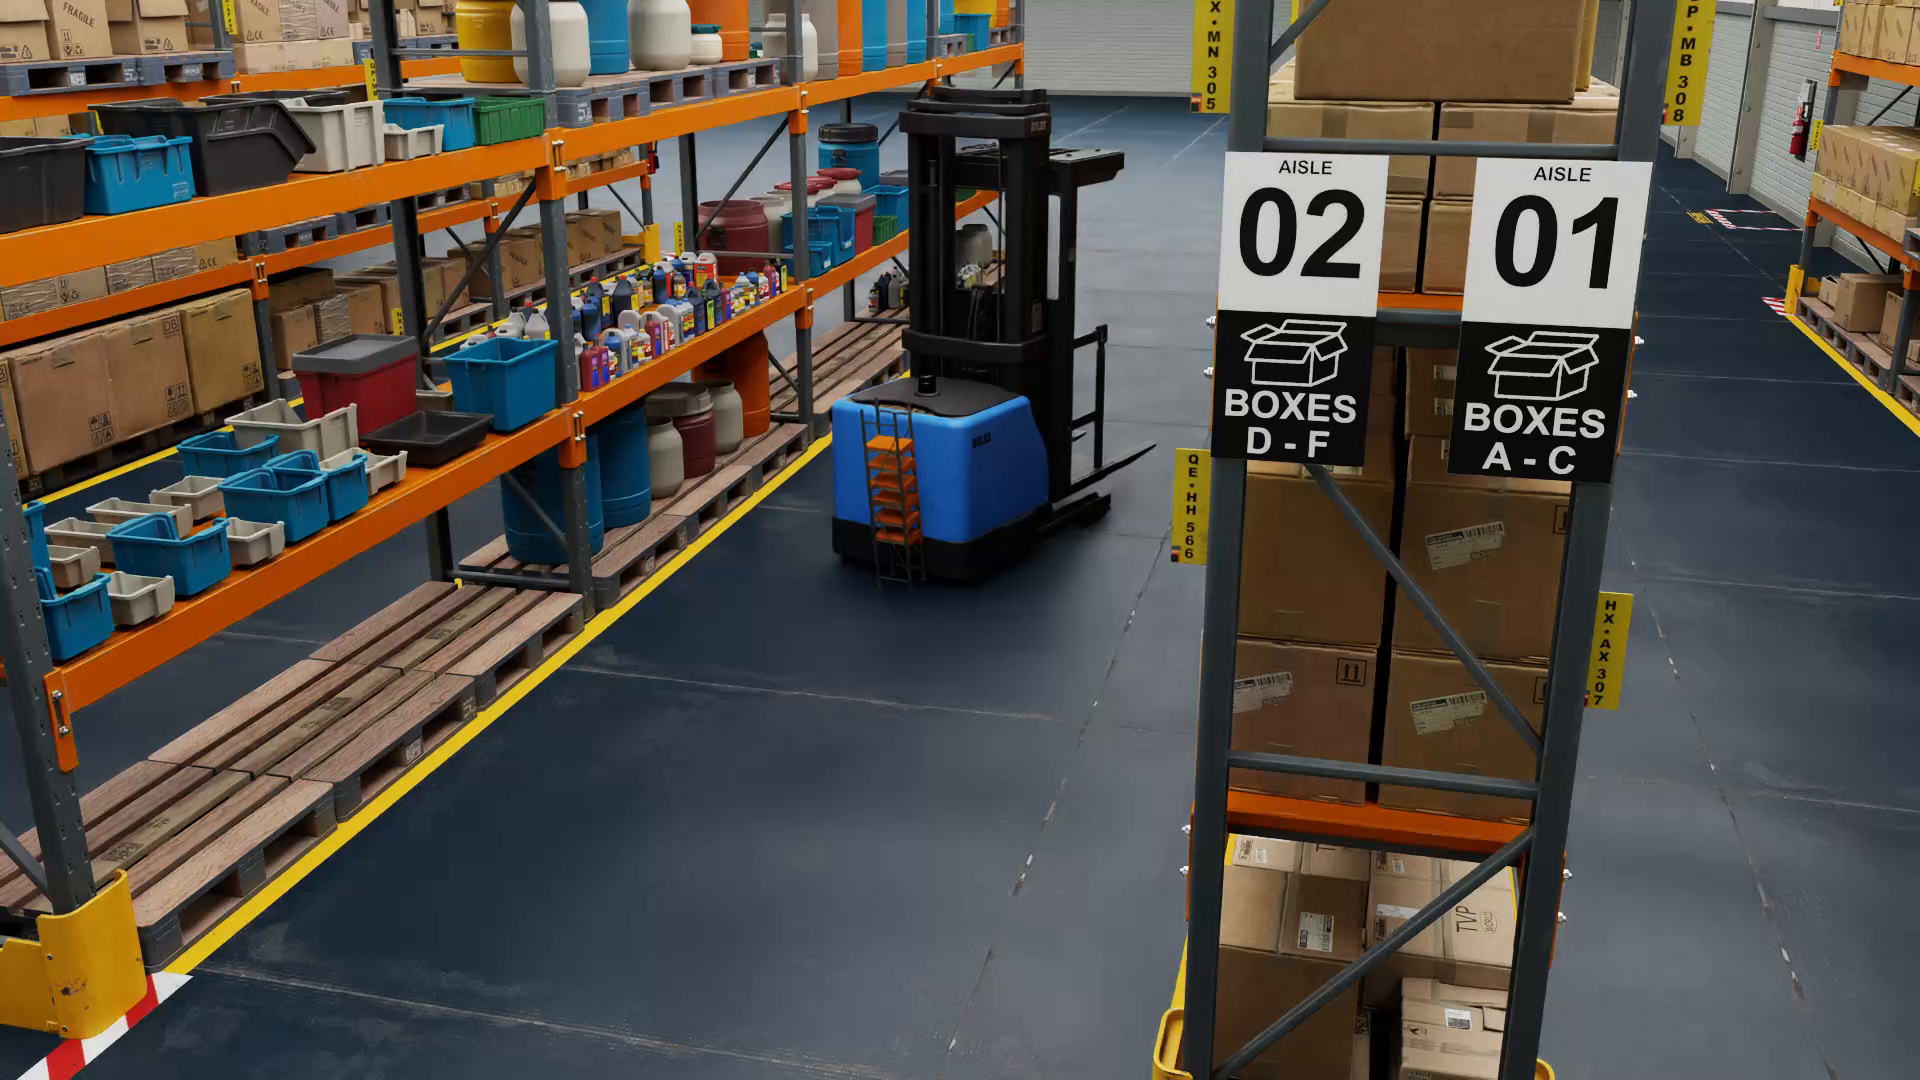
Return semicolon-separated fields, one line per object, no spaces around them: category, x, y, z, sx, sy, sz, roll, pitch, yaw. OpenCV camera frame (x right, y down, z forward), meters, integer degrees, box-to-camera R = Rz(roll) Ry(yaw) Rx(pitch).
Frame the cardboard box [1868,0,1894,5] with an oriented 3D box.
cardboard box;9.262;-5.500;16.276;0.500;0.500;0.500;5;20;15

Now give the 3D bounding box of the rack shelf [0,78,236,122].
rack shelf;-6.975;-3.085;12.052;1.077;0.370;4.000;5;19;13

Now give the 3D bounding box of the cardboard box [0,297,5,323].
cardboard box;-6.987;-1.709;11.395;0.500;0.500;0.500;5;19;13

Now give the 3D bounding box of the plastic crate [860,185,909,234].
plastic crate;-0.674;-3.118;15.699;0.392;0.384;0.575;5;19;13

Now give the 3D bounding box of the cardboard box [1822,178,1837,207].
cardboard box;9.338;-3.614;17.328;0.500;0.250;0.500;4;19;12

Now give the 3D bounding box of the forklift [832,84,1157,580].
forklift;0.399;-1.563;11.230;1.130;2.935;3.031;12;22;31

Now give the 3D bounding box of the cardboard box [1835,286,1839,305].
cardboard box;9.482;-2.514;17.387;0.500;0.311;0.500;6;20;18

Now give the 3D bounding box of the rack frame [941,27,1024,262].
rack frame;0.271;-4.749;20.452;1.000;3.000;0.127;5;19;13

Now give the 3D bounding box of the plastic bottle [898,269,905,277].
plastic bottle;-0.659;-2.851;18.428;0.152;0.276;0.135;5;19;14

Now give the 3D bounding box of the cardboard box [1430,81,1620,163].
cardboard box;1.671;-1.224;4.948;0.500;0.250;0.500;5;19;13

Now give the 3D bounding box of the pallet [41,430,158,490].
pallet;-7.052;-0.691;12.884;1.003;0.211;1.213;5;19;13

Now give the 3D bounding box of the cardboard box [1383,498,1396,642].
cardboard box;1.774;0.173;5.885;0.500;0.500;0.500;5;19;13

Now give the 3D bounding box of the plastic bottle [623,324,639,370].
plastic bottle;-2.034;-1.191;10.233;0.097;0.271;0.097;0;19;0

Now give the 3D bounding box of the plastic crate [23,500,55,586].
plastic crate;-3.738;0.101;6.104;0.616;0.435;0.499;5;19;13

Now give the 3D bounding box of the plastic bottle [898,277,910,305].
plastic bottle;-0.632;-2.696;17.973;0.152;0.276;0.135;5;19;13

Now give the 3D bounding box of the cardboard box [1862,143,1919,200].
cardboard box;8.966;-3.493;15.814;0.500;0.500;0.500;4;19;12

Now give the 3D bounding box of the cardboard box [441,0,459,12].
cardboard box;-5.647;-5.892;17.768;0.500;0.500;0.500;4;19;12

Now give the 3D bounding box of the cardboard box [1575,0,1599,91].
cardboard box;1.478;-1.594;4.872;0.700;0.500;0.500;5;19;13

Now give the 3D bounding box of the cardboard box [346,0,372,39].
cardboard box;-5.949;-5.119;16.084;0.797;0.503;0.637;5;20;16

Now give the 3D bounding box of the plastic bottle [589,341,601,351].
plastic bottle;-2.215;-1.128;10.156;0.097;0.201;0.097;0;19;0

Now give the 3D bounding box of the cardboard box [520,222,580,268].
cardboard box;-4.985;-3.577;20.237;0.500;0.500;0.500;7;20;18

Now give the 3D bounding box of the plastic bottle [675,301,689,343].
plastic bottle;-1.841;-1.439;10.960;0.097;0.271;0.097;0;19;0

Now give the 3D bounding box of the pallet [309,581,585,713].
pallet;-2.803;0.565;9.207;1.003;0.211;1.213;5;19;13

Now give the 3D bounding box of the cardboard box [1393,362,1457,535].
cardboard box;1.776;-0.302;5.728;0.500;0.500;0.500;5;19;14

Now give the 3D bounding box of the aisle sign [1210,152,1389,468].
aisle sign;0.850;-0.575;4.209;0.394;0.787;0.004;5;19;13

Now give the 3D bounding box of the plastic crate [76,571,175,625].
plastic crate;-3.100;0.217;6.228;0.250;0.136;0.298;5;19;13

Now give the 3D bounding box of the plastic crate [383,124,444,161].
plastic crate;-2.603;-1.854;7.743;0.293;0.136;0.466;5;19;13

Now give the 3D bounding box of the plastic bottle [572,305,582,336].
plastic bottle;-2.507;-1.387;10.807;0.097;0.271;0.097;0;19;0

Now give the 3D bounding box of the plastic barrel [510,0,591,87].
plastic barrel;-2.289;-2.816;9.290;0.433;0.535;0.433;0;19;0

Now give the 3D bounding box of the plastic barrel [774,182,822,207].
plastic barrel;-1.438;-2.912;14.861;0.433;0.535;0.433;0;19;0

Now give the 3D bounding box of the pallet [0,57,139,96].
pallet;-6.863;-3.406;12.171;1.003;0.211;1.213;6;20;16

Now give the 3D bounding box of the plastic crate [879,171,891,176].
plastic crate;-0.455;-3.620;17.242;0.767;0.338;0.504;5;19;13

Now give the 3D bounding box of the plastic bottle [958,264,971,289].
plastic bottle;0.043;-2.863;18.346;0.144;0.351;0.185;5;19;13

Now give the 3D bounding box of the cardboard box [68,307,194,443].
cardboard box;-6.901;-1.333;13.086;1.225;0.875;0.875;5;19;14

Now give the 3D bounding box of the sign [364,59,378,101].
sign;-3.194;-2.456;9.082;0.100;0.325;0.005;5;19;13

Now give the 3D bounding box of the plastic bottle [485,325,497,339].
plastic bottle;-2.866;-1.158;10.118;0.061;0.283;0.133;5;19;13

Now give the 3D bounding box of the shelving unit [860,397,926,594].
shelving unit;-0.401;-0.259;10.065;0.258;1.200;0.189;9;30;24

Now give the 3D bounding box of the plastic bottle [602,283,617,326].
plastic bottle;-2.442;-1.638;11.535;0.152;0.276;0.135;5;19;13

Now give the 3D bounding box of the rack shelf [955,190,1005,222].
rack shelf;-0.218;-3.782;18.733;1.077;0.370;4.000;5;19;13

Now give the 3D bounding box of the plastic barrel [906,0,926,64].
plastic barrel;-0.620;-4.976;15.698;0.600;0.901;0.708;5;19;13

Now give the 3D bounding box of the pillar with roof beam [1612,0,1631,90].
pillar with roof beam;13.701;-16.261;44.873;9.100;9.000;0.400;5;19;13

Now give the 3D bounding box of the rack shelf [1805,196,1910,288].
rack shelf;9.389;-3.000;16.442;1.077;0.370;4.000;5;19;13

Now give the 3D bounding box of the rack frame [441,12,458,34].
rack frame;-5.509;-6.726;16.956;1.000;3.000;0.127;5;19;13

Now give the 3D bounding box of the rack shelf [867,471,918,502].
rack shelf;-0.406;-0.326;10.031;0.258;0.103;0.180;9;30;24

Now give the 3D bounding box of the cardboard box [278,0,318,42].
cardboard box;-5.995;-4.622;14.510;0.500;0.500;0.500;5;19;14

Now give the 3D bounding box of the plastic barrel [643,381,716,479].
plastic barrel;-2.063;-0.791;11.943;0.600;0.588;0.708;5;19;13

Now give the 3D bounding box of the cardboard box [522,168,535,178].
cardboard box;-5.183;-4.365;18.711;0.875;0.500;0.500;5;19;13

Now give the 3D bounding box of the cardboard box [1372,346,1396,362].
cardboard box;1.376;-0.506;6.327;0.500;0.500;0.500;5;20;15

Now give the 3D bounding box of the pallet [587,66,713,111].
pallet;-2.290;-2.927;10.769;1.003;0.211;1.213;5;19;13

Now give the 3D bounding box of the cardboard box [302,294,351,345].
cardboard box;-6.219;-2.045;15.720;0.700;0.500;0.500;3;19;9

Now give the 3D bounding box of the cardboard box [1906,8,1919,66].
cardboard box;8.920;-4.525;14.968;0.500;0.500;0.500;3;19;9

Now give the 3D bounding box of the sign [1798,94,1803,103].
sign;12.878;-6.763;25.473;0.001;0.109;0.331;5;19;13

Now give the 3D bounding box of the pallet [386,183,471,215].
pallet;-5.837;-3.568;17.289;1.003;0.211;1.213;5;19;13

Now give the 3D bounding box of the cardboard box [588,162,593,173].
cardboard box;-4.691;-4.523;20.177;0.380;0.149;0.250;5;19;13

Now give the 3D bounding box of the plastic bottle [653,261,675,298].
plastic bottle;-2.216;-1.928;12.384;0.152;0.276;0.135;5;19;13

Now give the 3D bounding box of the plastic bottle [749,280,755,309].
plastic bottle;-1.542;-1.789;12.091;0.097;0.201;0.097;0;19;0
